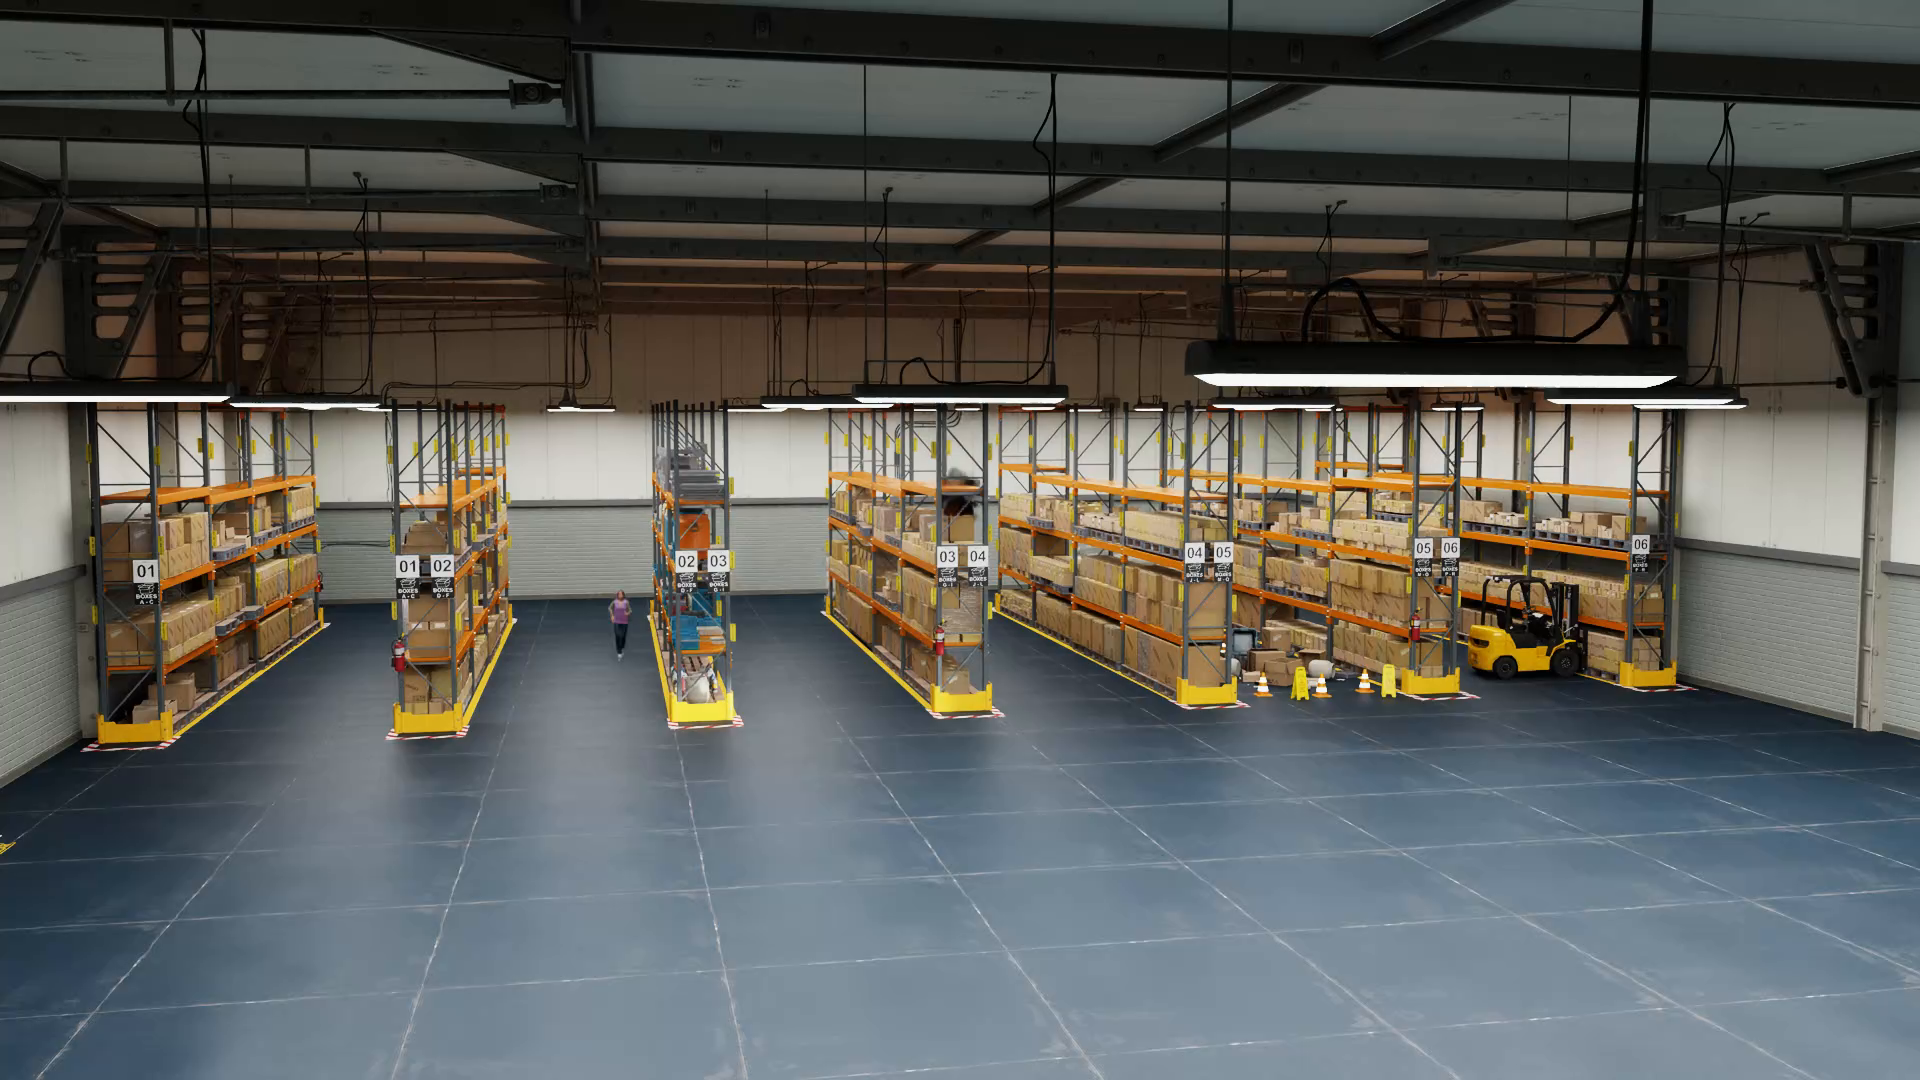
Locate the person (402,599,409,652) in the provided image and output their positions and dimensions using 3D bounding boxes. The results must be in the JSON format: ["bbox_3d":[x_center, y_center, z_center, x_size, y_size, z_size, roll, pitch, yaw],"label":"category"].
[{"bbox_3d":[-12.833,1.885,38.674,0.593,1.660,0.612,-1,5,-18],"label":"person"}]

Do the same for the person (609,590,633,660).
[{"bbox_3d":[-7.965,1.981,39.069,0.539,1.588,0.871,-1,4,-15],"label":"person"}]
